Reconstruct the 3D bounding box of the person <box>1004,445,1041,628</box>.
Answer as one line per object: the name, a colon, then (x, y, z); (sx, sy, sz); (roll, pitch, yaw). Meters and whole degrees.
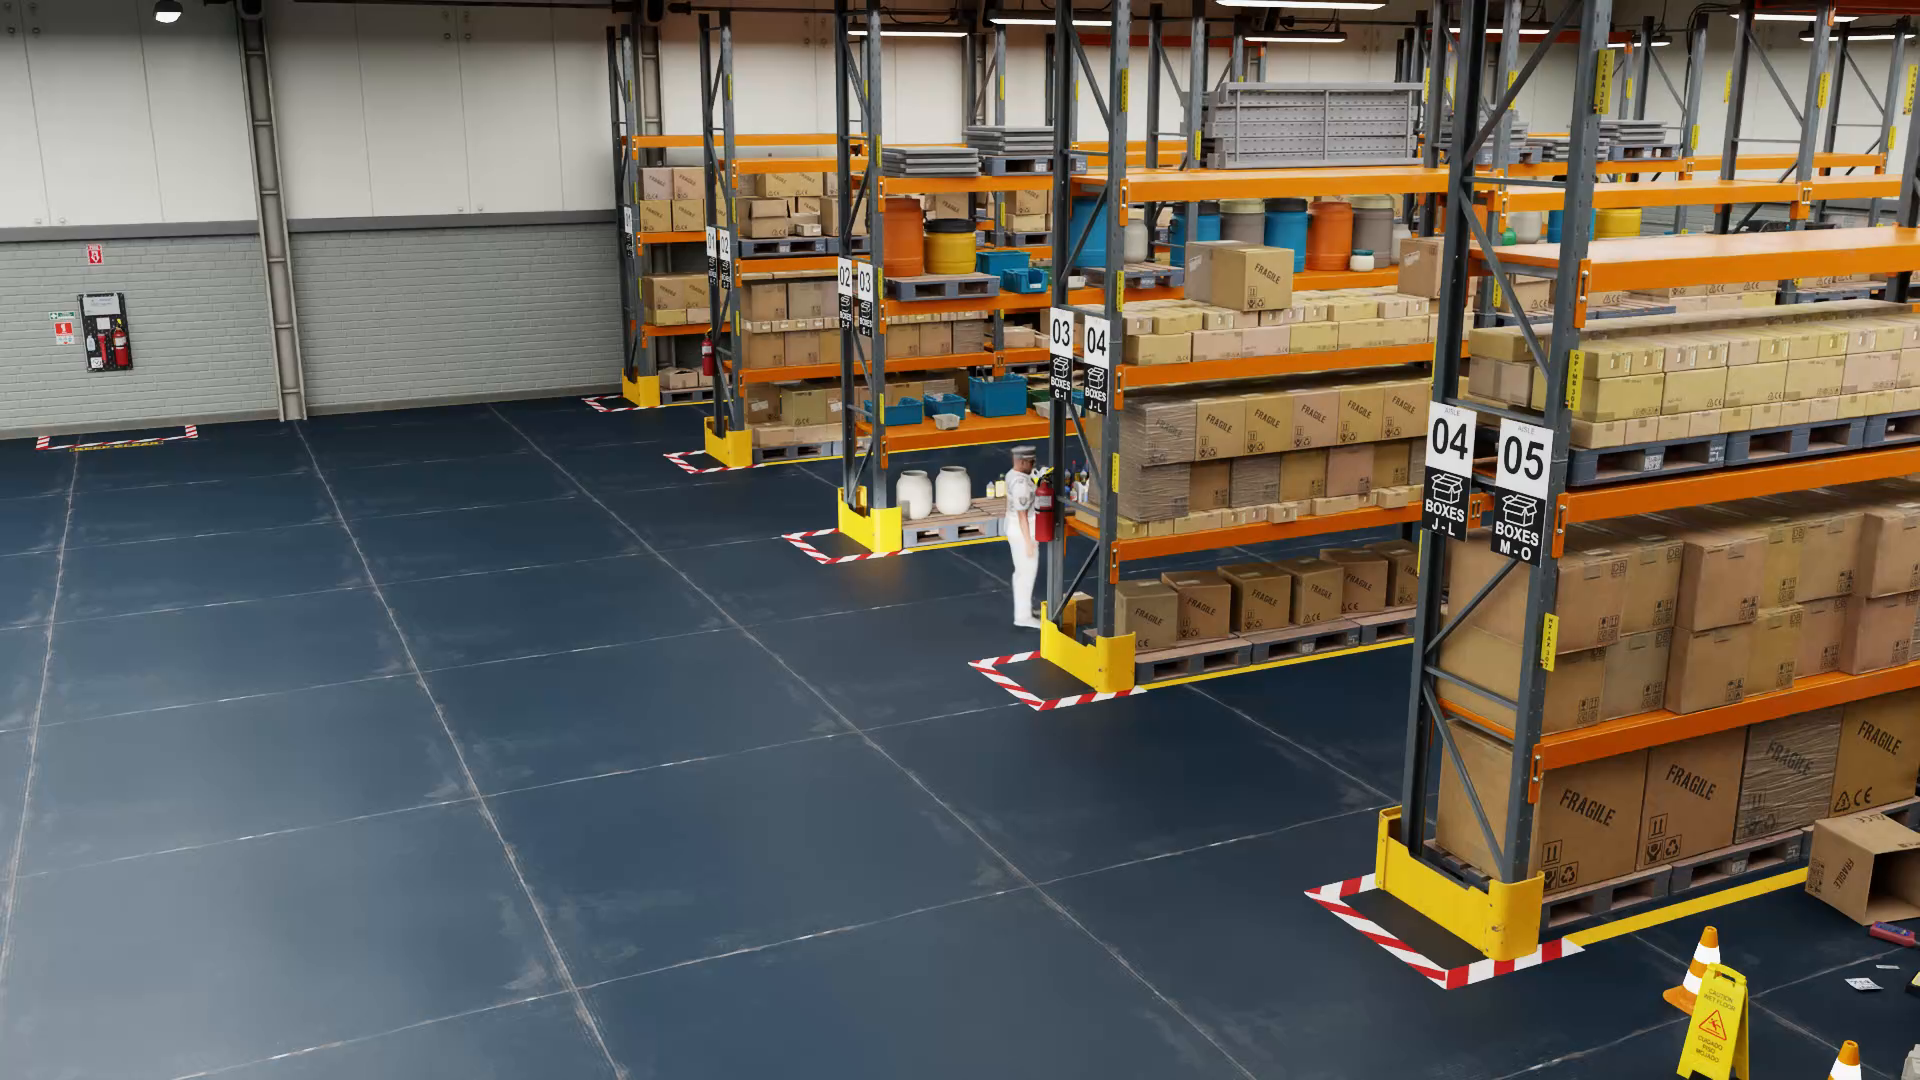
person: (0.644, -0.045, 15.974); (0.434, 1.758, 0.543); (-2, 15, -6)
